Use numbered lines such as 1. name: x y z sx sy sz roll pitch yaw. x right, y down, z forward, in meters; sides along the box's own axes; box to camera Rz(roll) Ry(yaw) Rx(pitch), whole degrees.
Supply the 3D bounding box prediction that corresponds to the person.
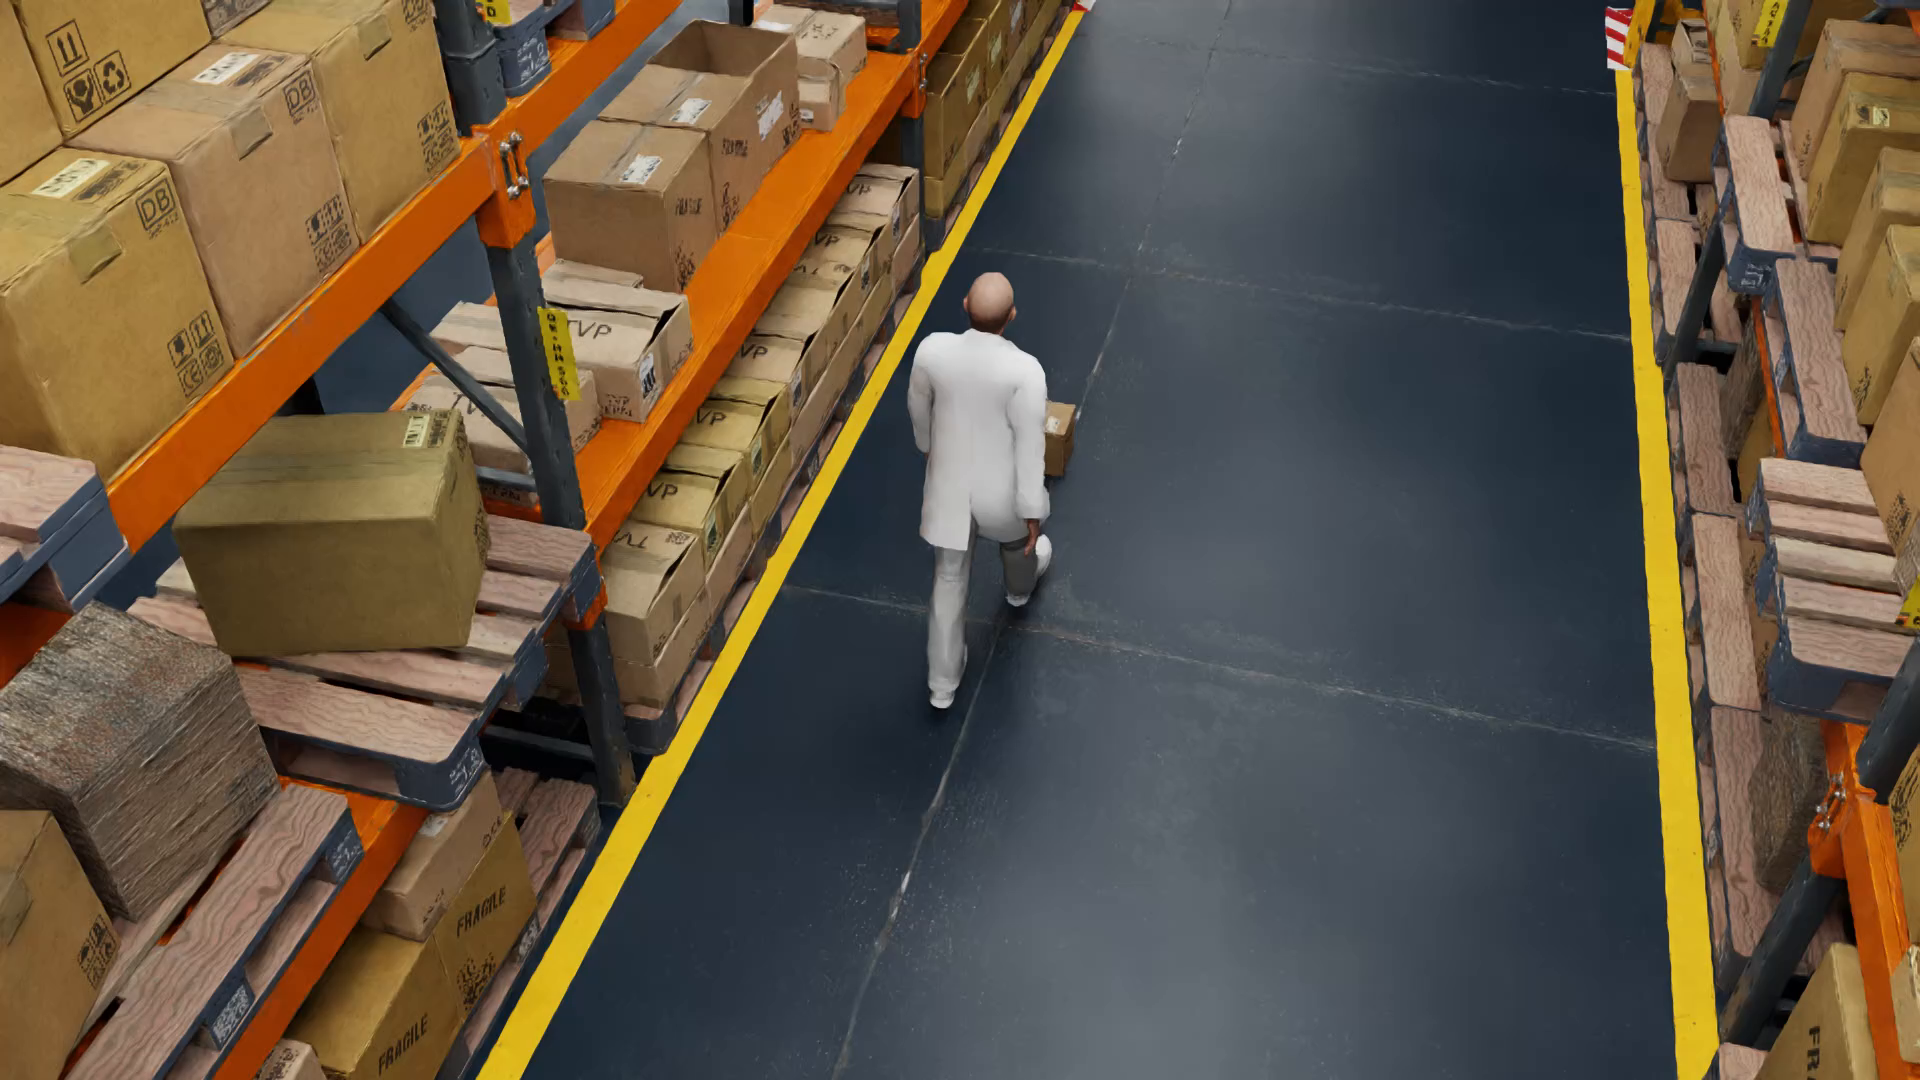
1. person: 0.091 -0.284 6.503 0.622 1.720 1.053 11 42 13
